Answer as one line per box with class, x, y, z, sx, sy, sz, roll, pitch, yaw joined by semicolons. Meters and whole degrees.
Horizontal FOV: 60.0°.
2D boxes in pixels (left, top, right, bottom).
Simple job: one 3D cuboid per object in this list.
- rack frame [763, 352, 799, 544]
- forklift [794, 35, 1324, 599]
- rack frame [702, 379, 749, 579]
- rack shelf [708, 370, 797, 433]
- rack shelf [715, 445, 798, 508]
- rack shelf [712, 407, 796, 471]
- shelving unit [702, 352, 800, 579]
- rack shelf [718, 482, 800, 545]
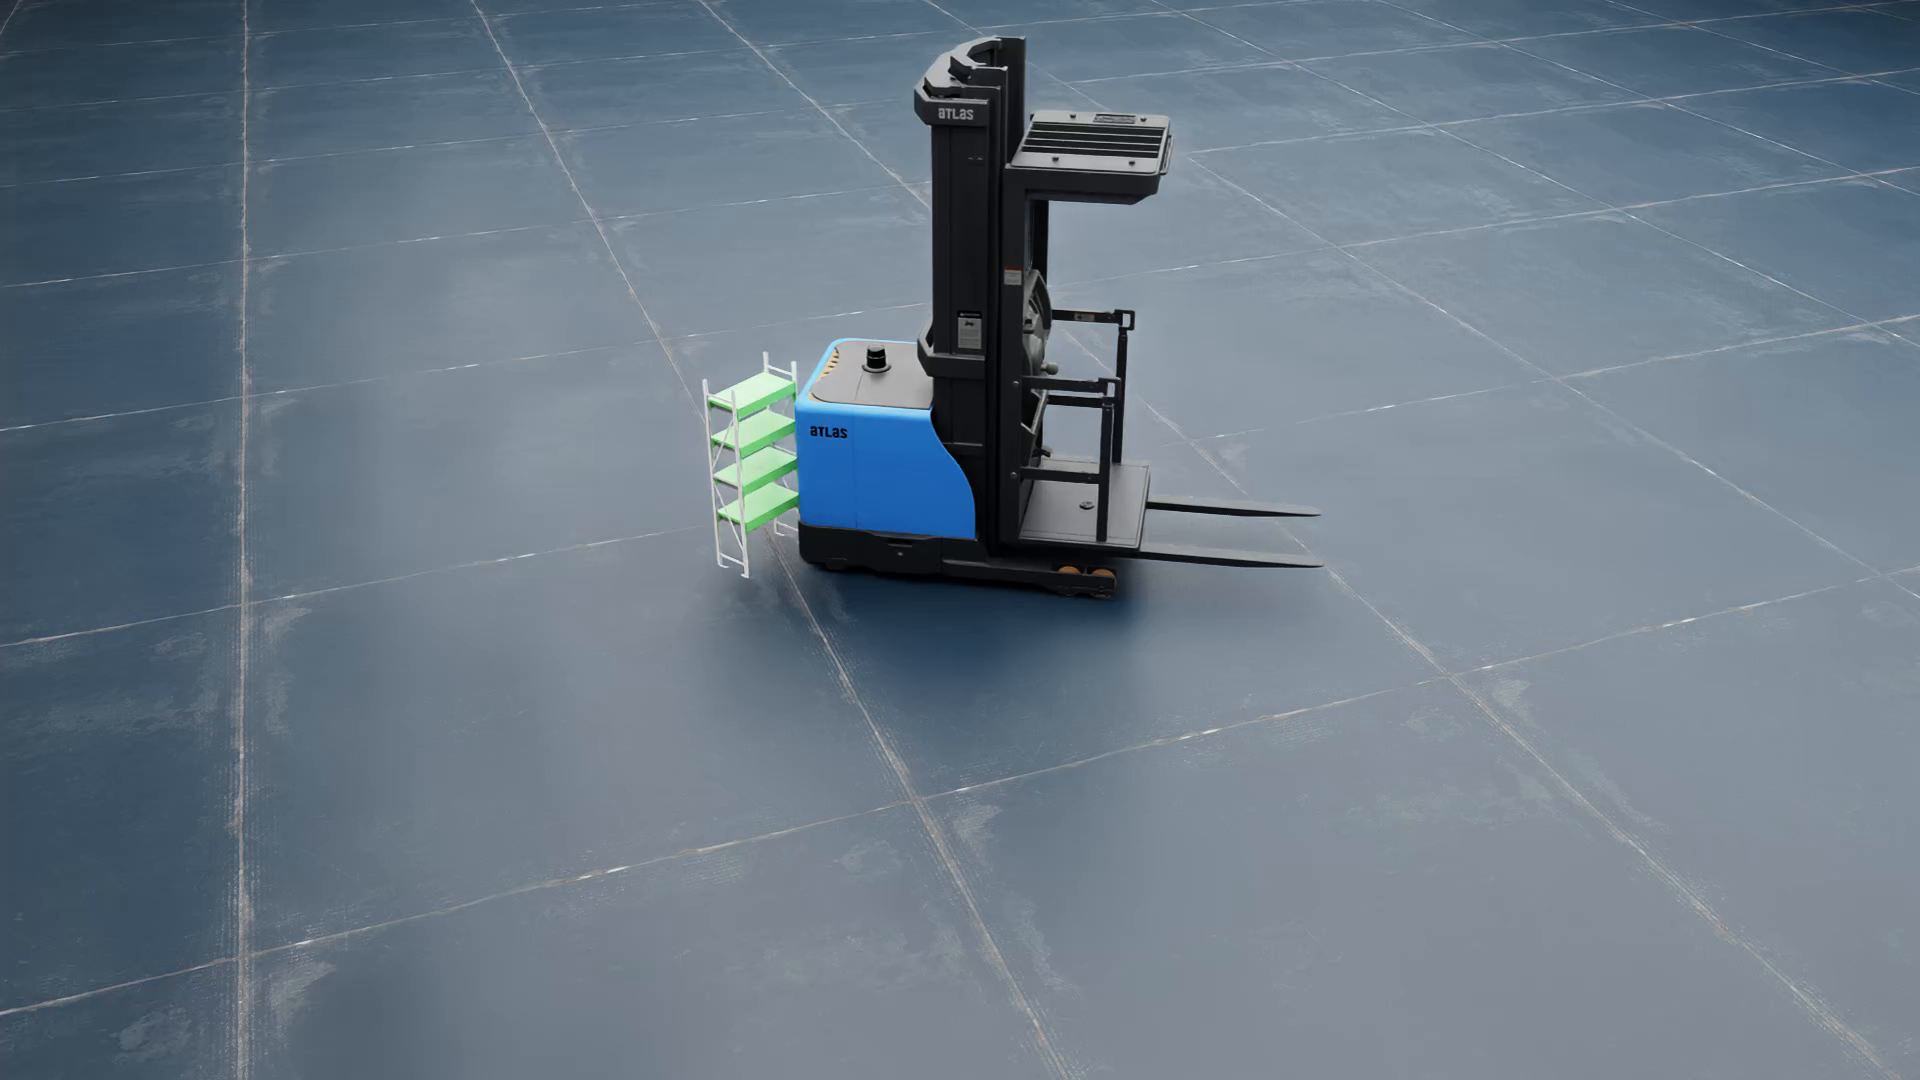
rack frame;-1.034;-0.526;9.811;0.240;1.200;0.015;21;36;32
forklift;0.618;-1.222;9.284;3.031;2.935;1.130;5;30;8
rack frame;-1.332;-0.334;9.475;0.240;1.200;0.015;21;36;32
rack shelf;-1.183;-0.791;9.437;0.258;0.148;0.480;21;36;32
rack shelf;-1.183;-0.374;9.675;0.258;0.148;0.480;21;36;32
rack shelf;-1.183;-0.583;9.556;0.258;0.148;0.480;21;36;32
shelving unit;-1.183;-0.430;9.643;0.258;1.200;0.503;21;36;32
rack shelf;-1.183;-0.166;9.794;0.258;0.148;0.480;21;36;32
